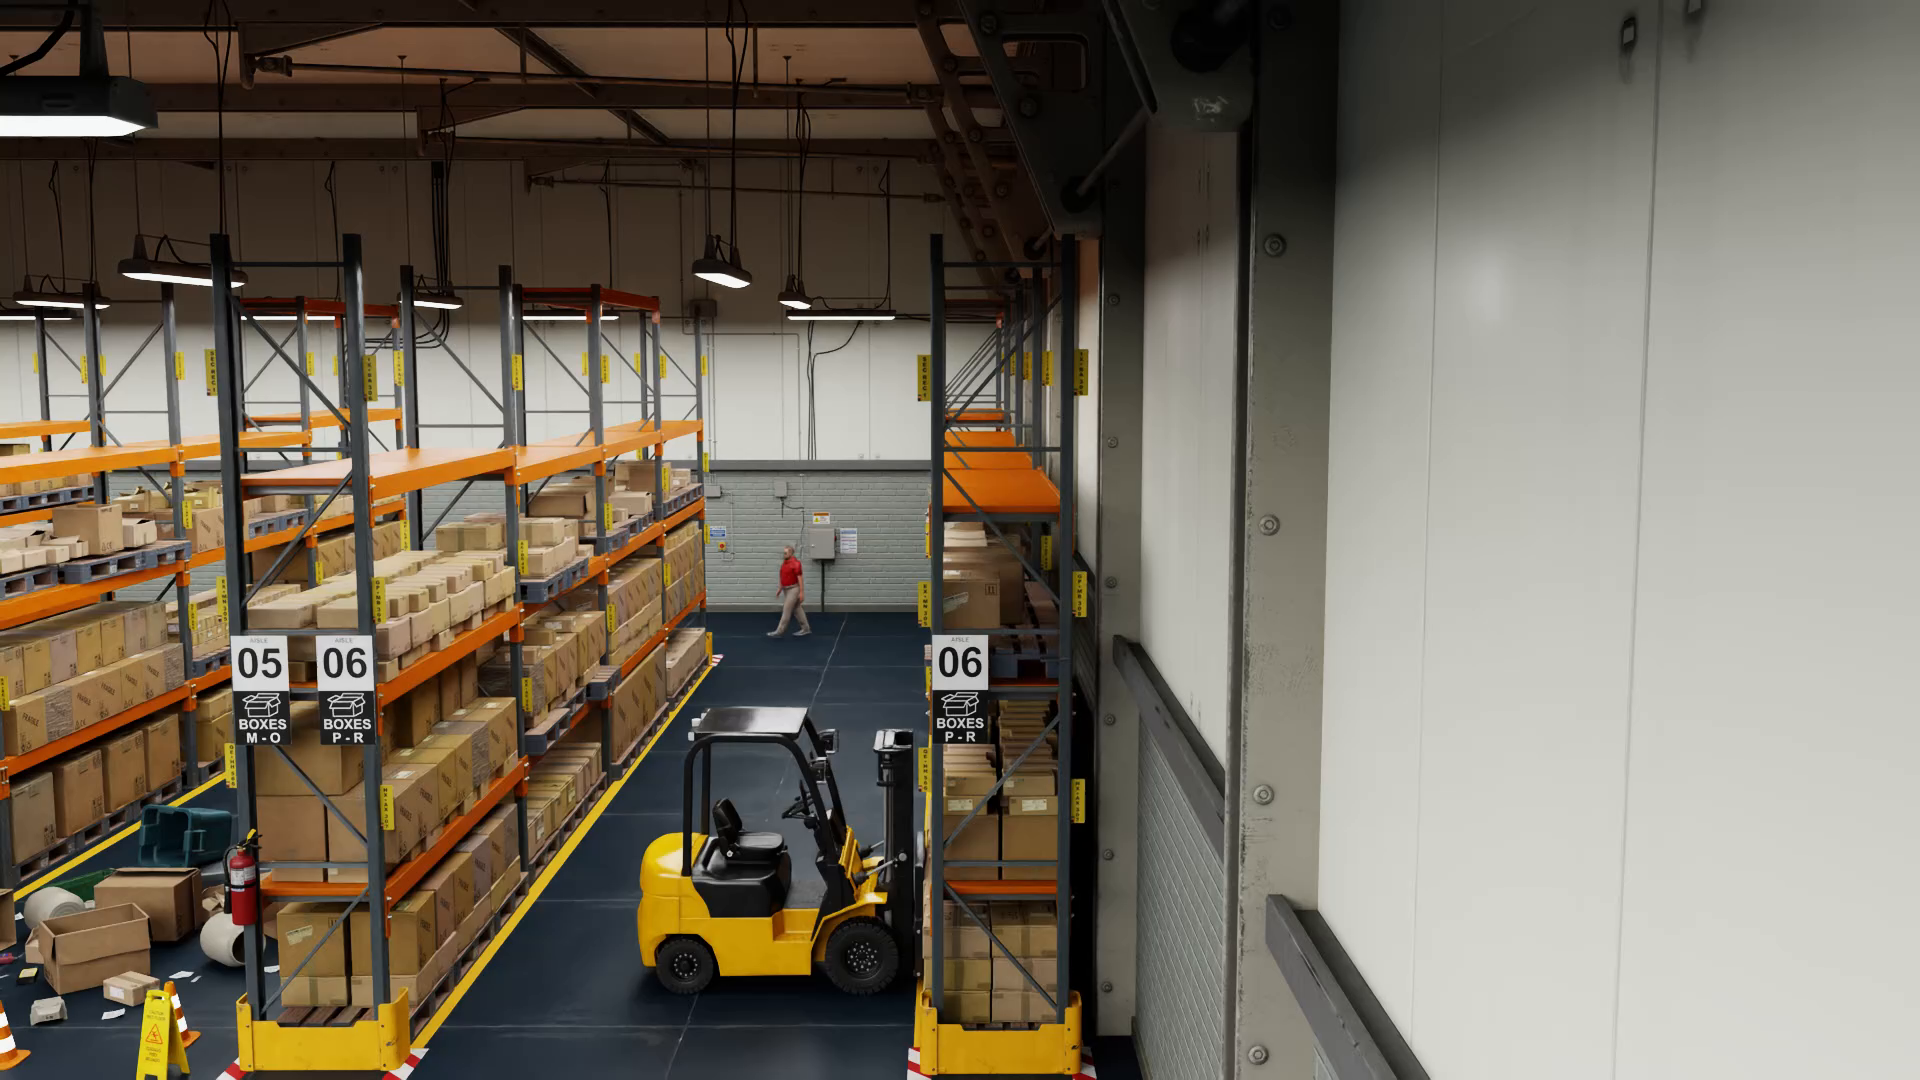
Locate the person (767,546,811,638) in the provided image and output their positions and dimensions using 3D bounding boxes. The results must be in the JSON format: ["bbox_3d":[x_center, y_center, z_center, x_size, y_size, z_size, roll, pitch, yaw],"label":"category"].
[{"bbox_3d":[-3.159,0.948,30.507,0.924,1.689,0.574,-3,7,-28],"label":"person"}]
